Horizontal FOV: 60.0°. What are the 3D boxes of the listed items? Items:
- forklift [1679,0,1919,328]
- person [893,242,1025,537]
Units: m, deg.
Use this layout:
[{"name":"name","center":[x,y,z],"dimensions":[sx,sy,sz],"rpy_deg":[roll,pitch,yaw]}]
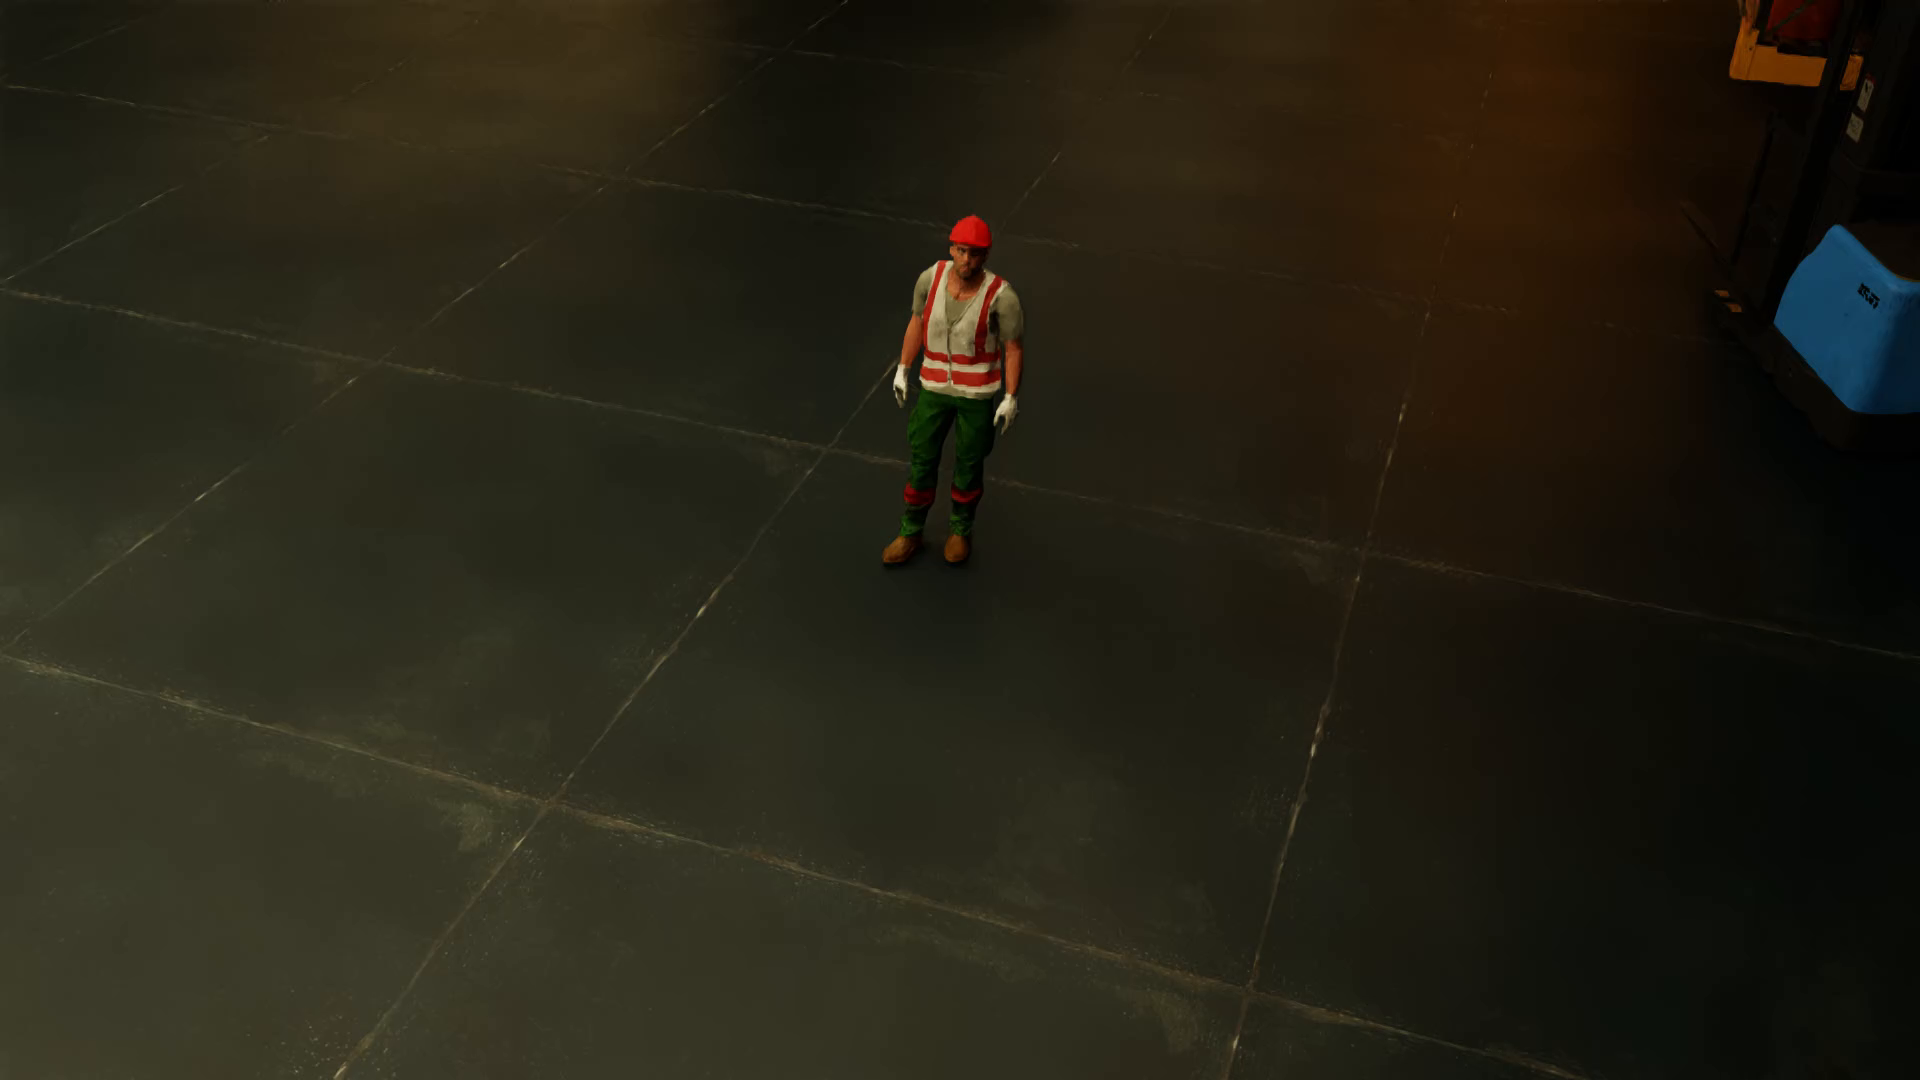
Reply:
[{"name":"forklift","center":[5.368,-2.502,9.639],"dimensions":[1.121,2.935,3.031],"rpy_deg":[0,35,0]},{"name":"person","center":[-0.014,-0.734,8.118],"dimensions":[0.637,1.688,0.422],"rpy_deg":[12,37,16]}]
